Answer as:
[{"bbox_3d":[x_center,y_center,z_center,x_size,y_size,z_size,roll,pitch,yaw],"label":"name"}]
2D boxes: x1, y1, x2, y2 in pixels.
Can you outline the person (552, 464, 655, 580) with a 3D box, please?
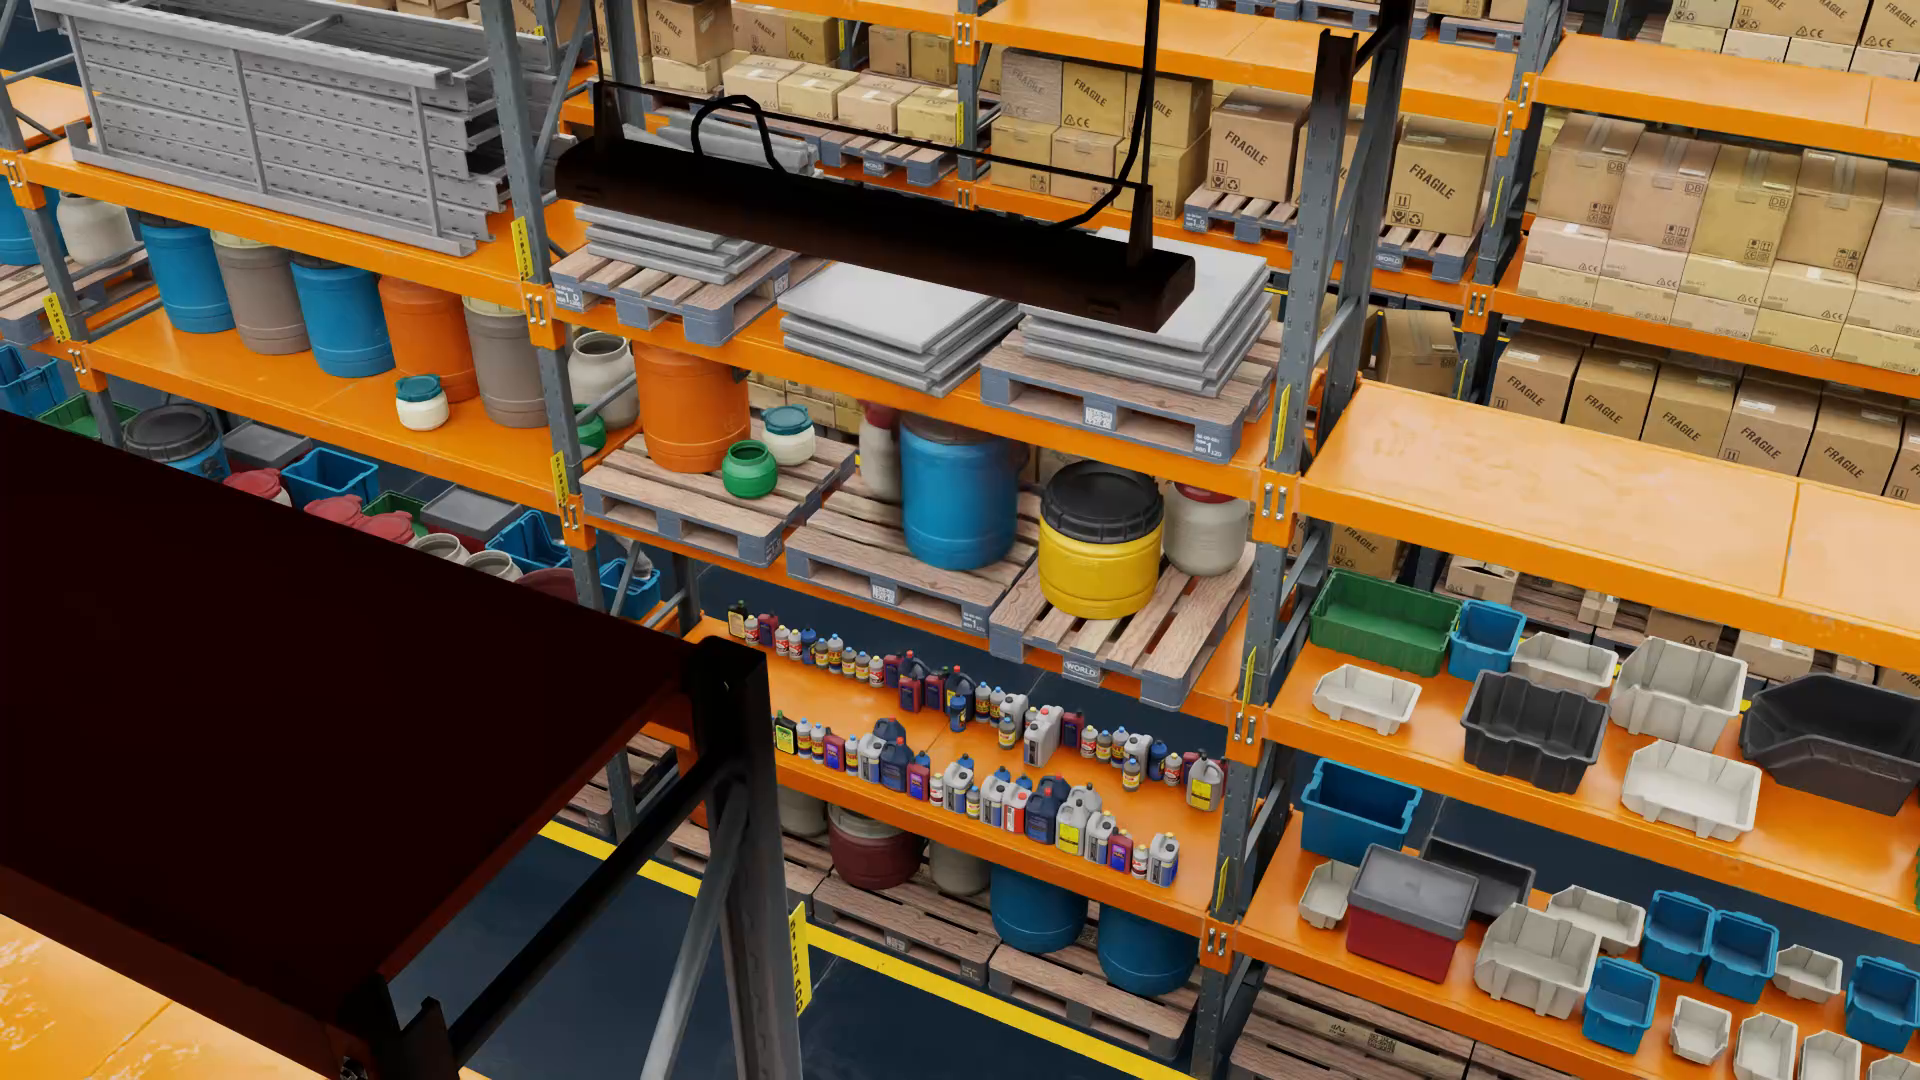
[{"bbox_3d":[-2.912,-0.389,13.041,0.967,1.546,0.436,6,35,8],"label":"person"}]
